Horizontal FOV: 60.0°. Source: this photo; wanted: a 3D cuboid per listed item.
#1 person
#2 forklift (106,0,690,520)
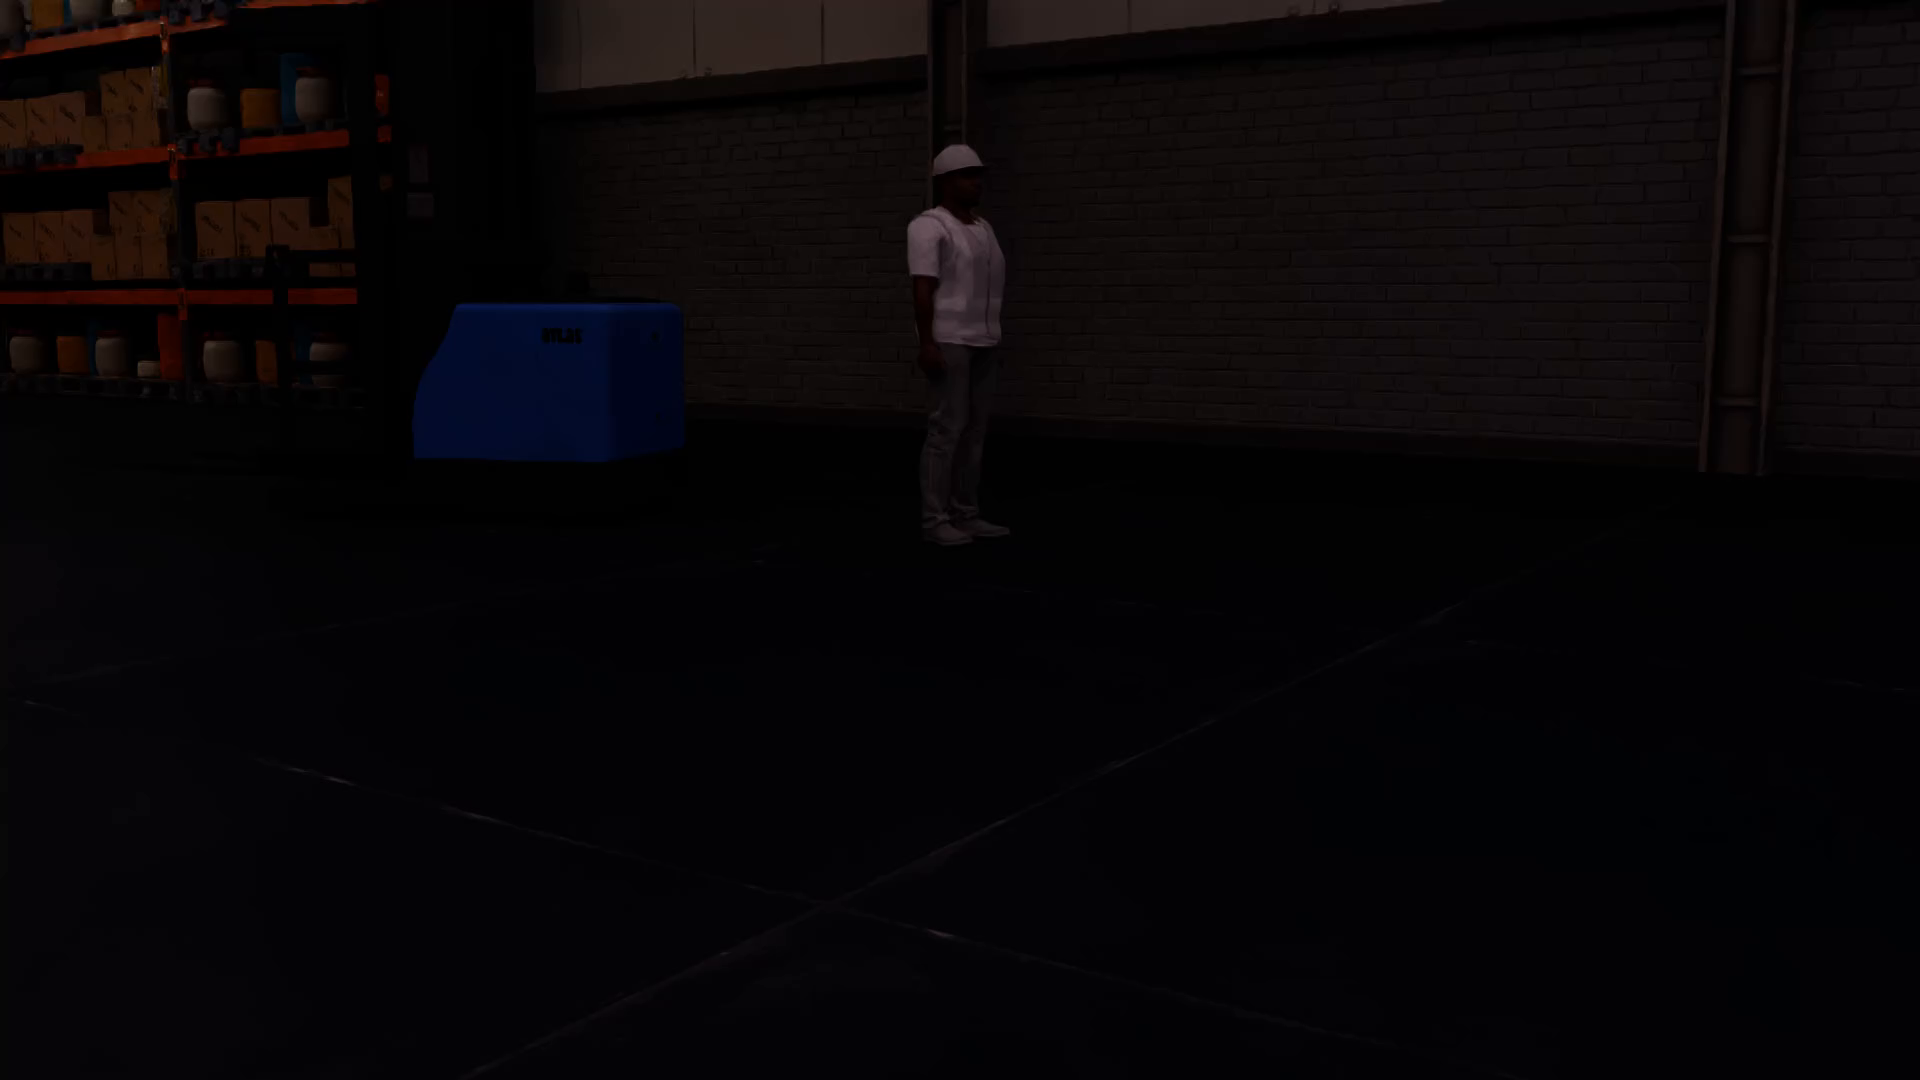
[{"bbox_3d":[0.011,-0.874,7.473,0.367,1.771,0.559,5,10,34],"label":"person"},{"bbox_3d":[-3.032,-1.636,8.701,3.031,2.935,1.130,2,8,14],"label":"forklift"}]
